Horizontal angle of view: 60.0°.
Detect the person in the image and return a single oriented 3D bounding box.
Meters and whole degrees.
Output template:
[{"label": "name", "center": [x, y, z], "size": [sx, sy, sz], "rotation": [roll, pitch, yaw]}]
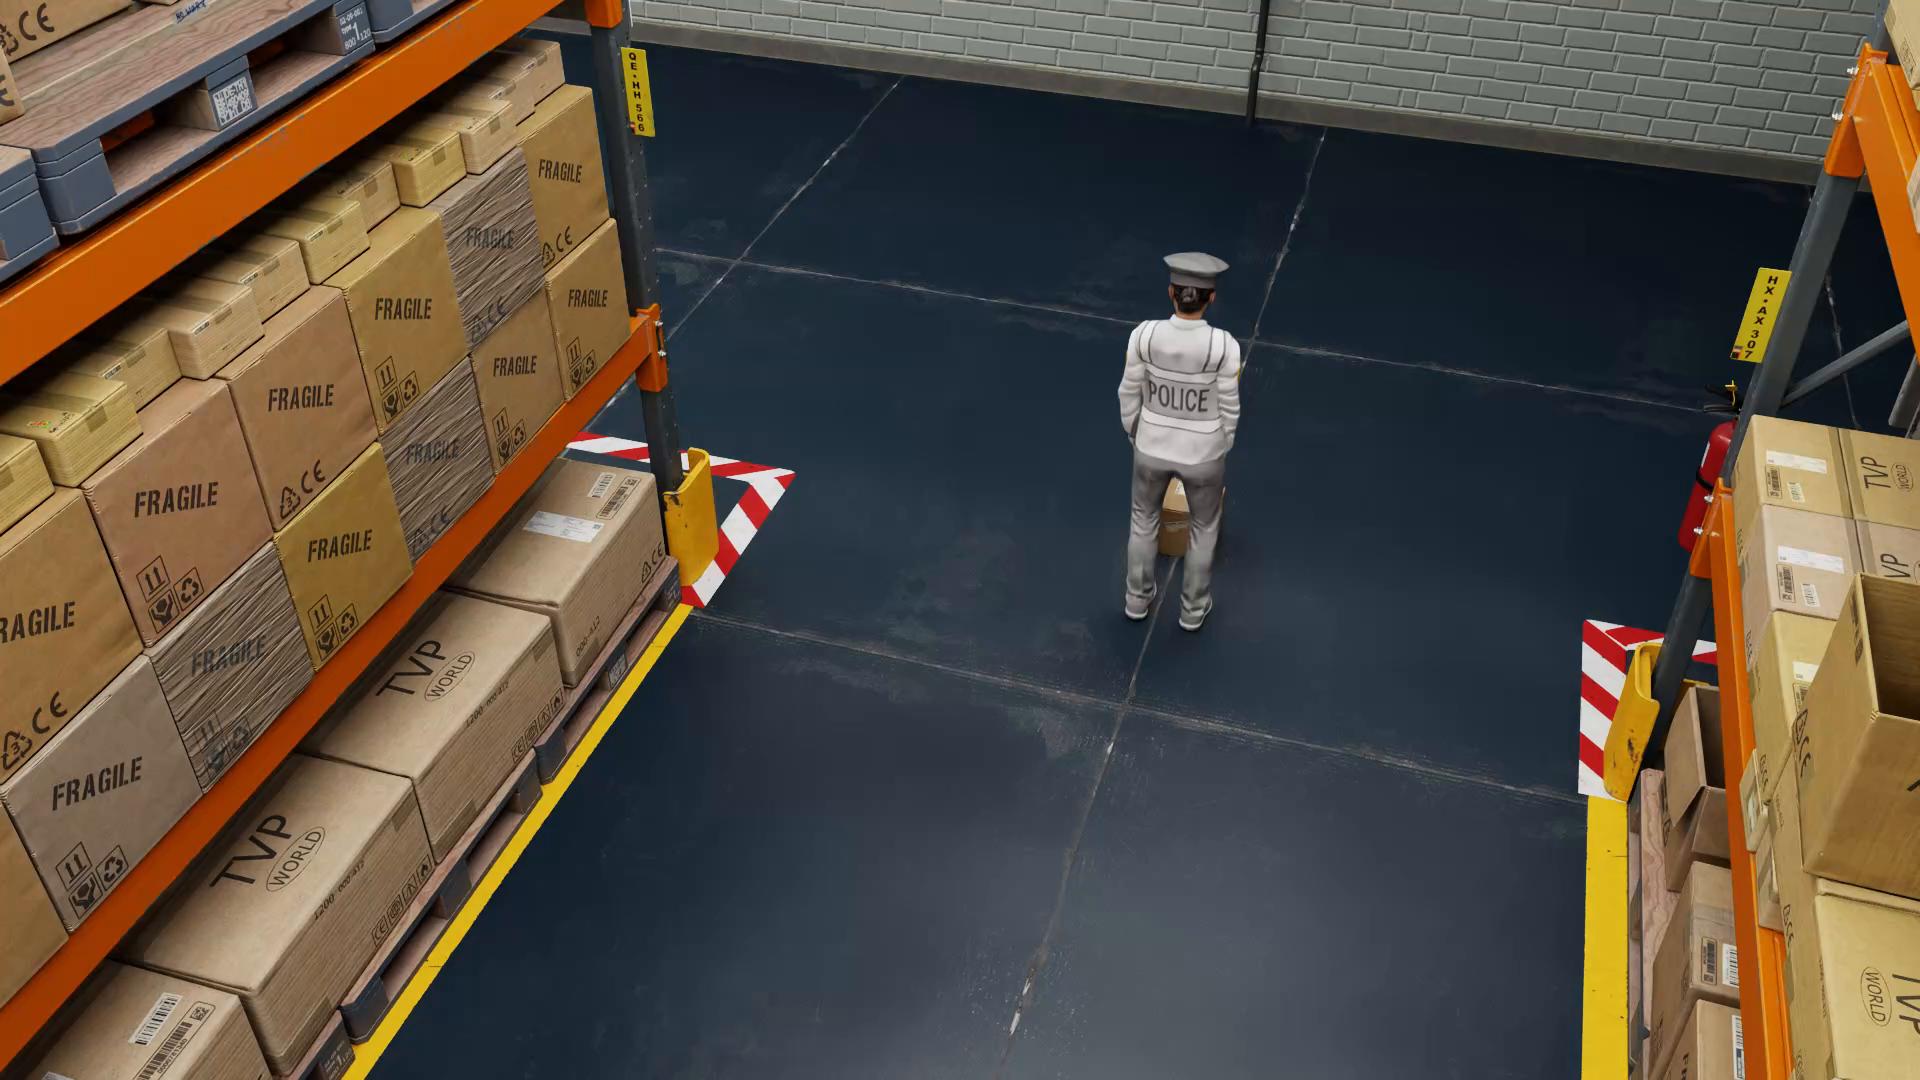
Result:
[{"label": "person", "center": [0.865, -0.372, 6.668], "size": [0.492, 1.642, 0.412], "rotation": [12, 39, 15]}]
